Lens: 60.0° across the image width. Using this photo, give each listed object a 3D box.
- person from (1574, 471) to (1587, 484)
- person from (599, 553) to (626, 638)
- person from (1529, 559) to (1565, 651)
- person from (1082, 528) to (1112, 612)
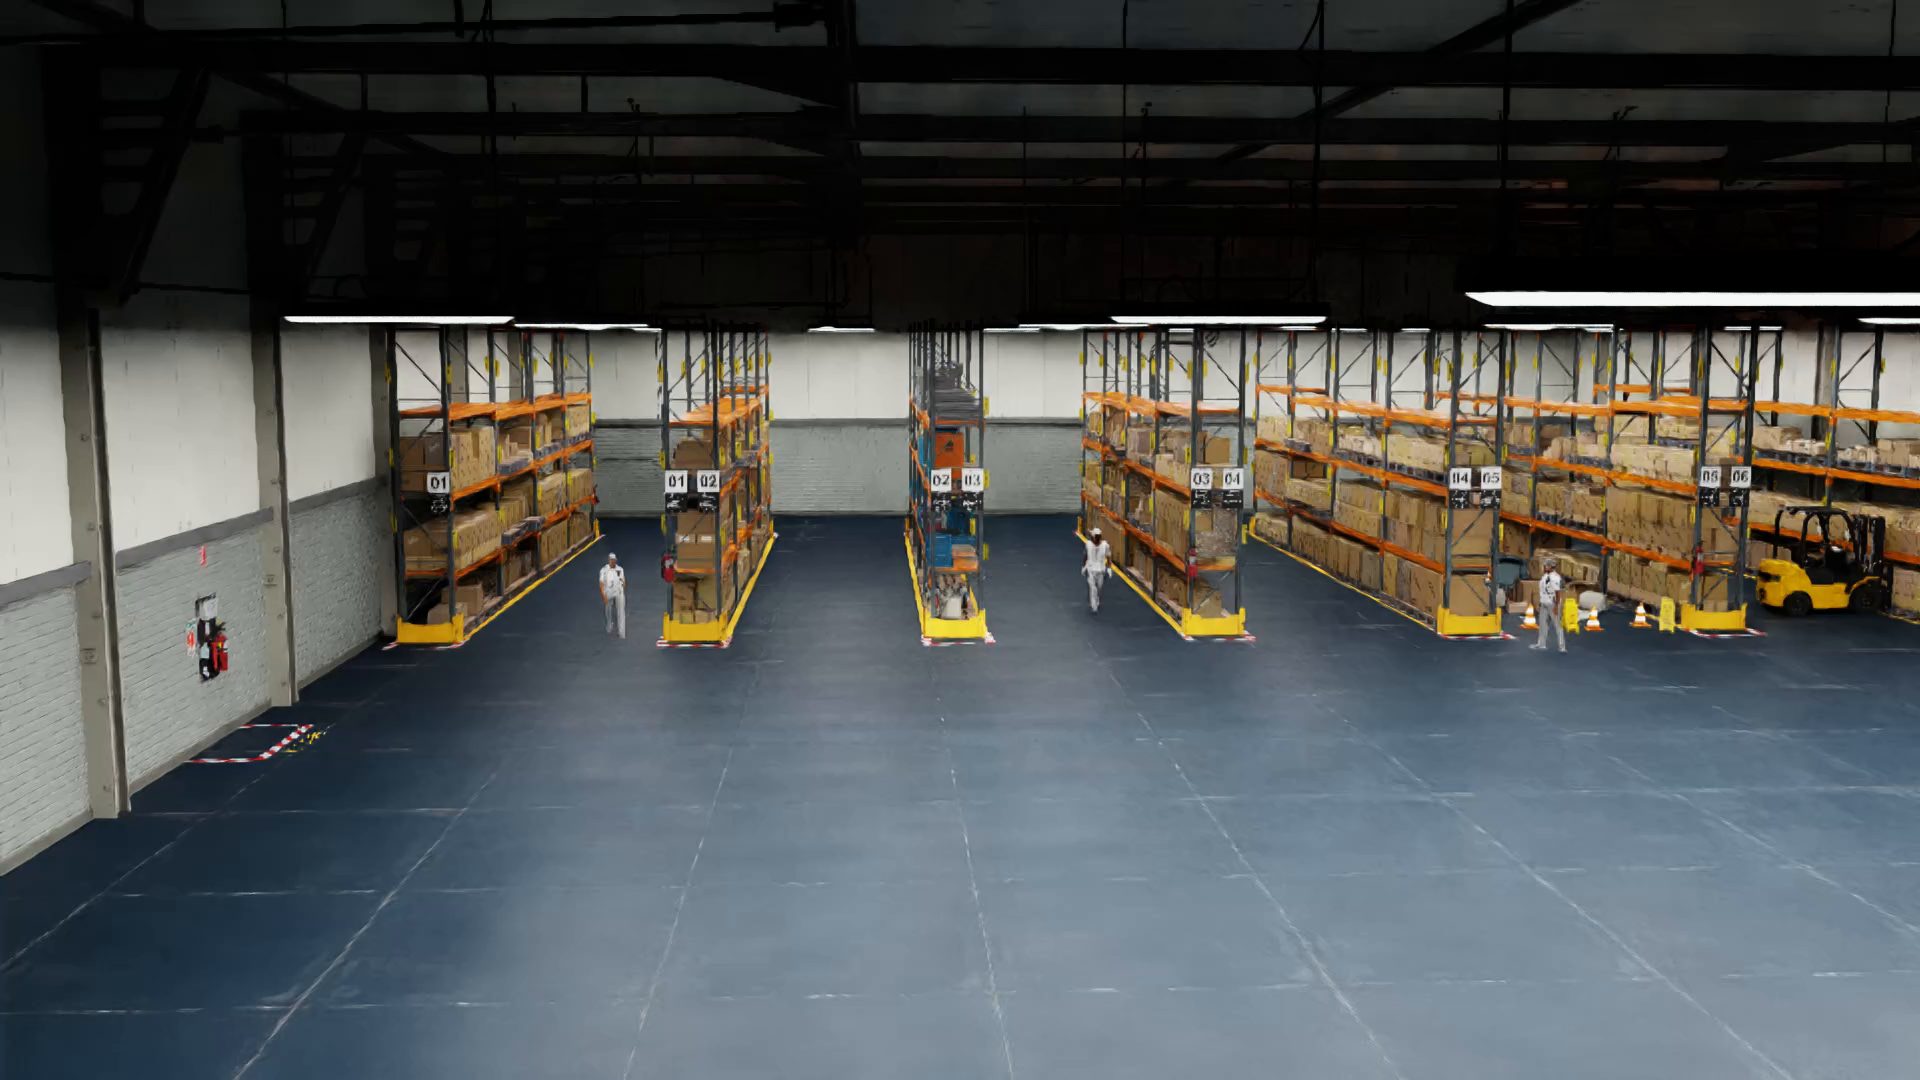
[{"bbox_3d":[18.518,-1.245,49.615,0.544,1.714,0.631,-4,8,-31],"label":"person"},{"bbox_3d":[-6.577,1.034,31.493,0.490,1.597,0.999,-1,7,-11],"label":"person"},{"bbox_3d":[10.746,1.170,30.233,0.515,1.669,0.580,-2,7,-17],"label":"person"},{"bbox_3d":[2.854,0.599,34.570,0.579,1.732,1.042,-1,7,-4],"label":"person"}]
